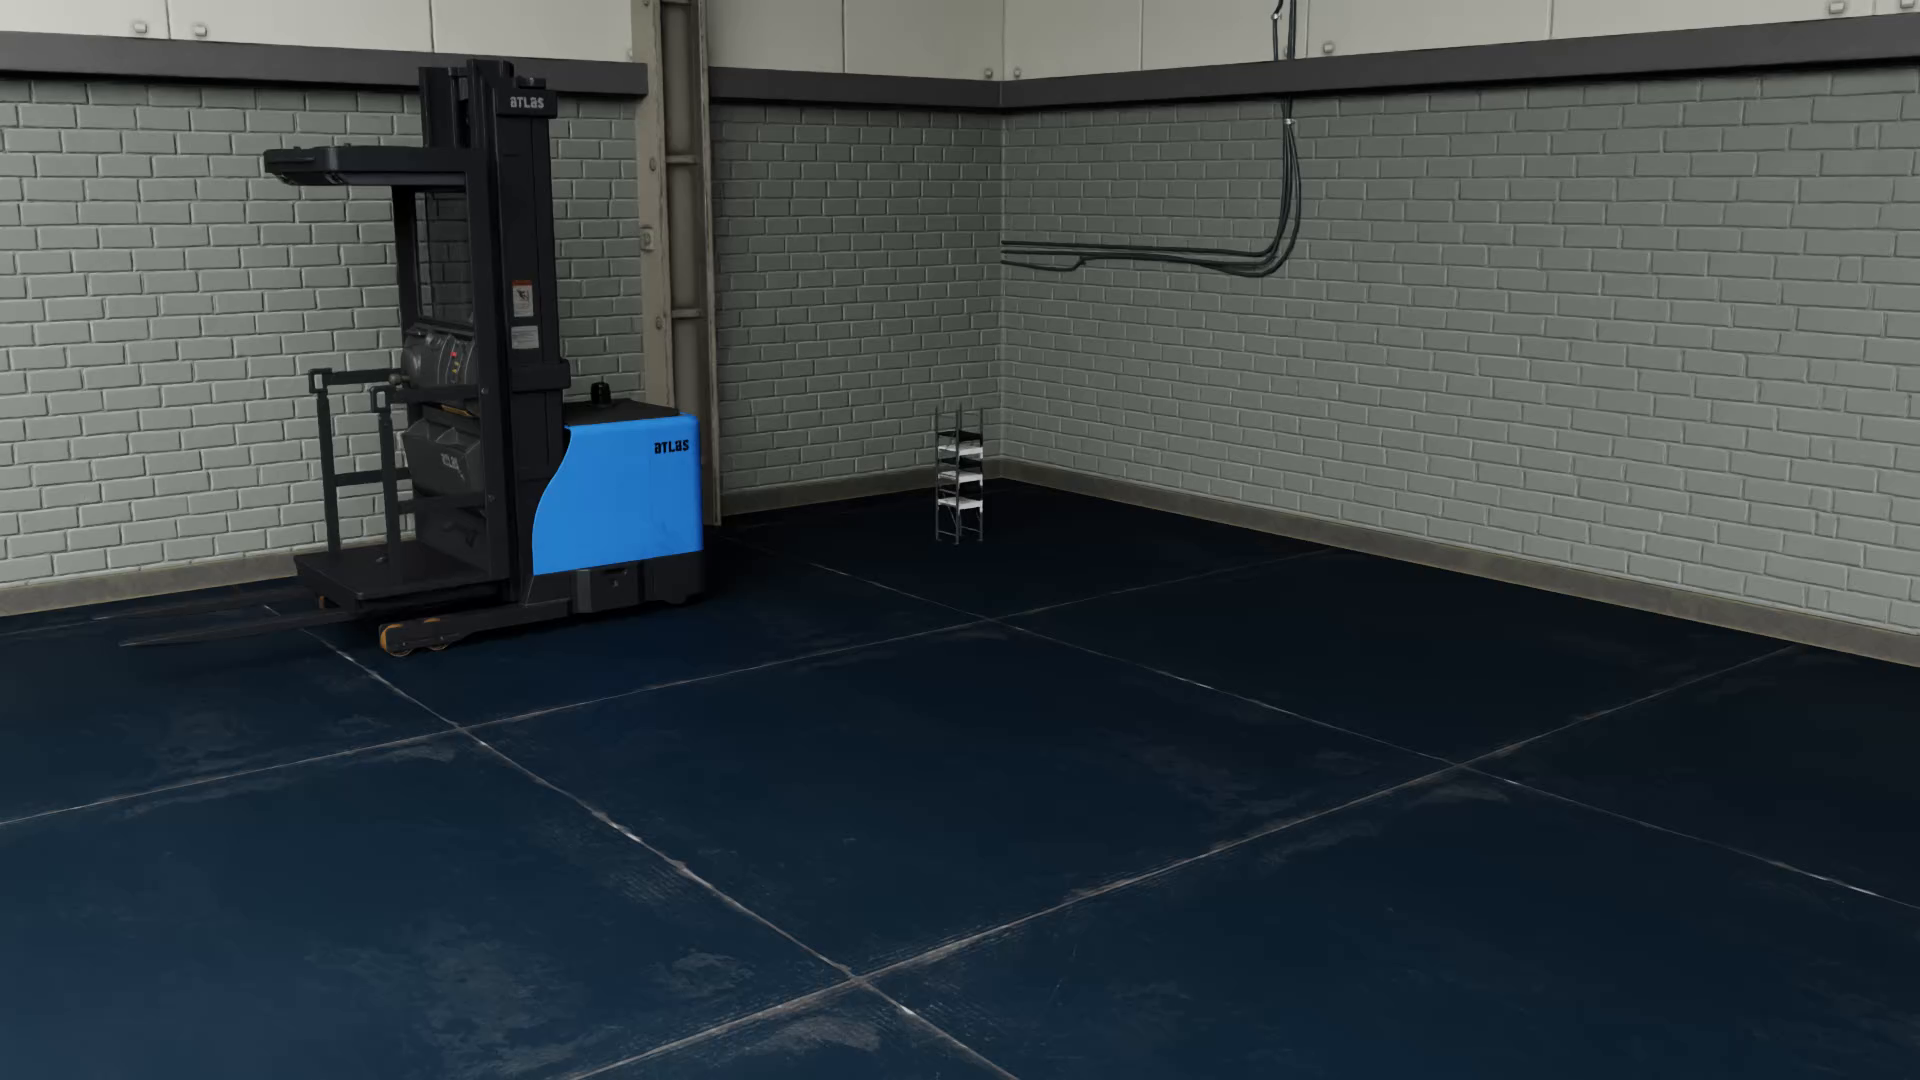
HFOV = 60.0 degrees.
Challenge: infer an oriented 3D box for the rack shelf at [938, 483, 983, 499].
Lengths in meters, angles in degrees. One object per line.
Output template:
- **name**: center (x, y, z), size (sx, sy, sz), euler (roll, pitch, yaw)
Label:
- **rack shelf**: center (-0.006, -0.318, 11.056), size (0.200, 0.077, 0.258), euler (-9, 15, -38)

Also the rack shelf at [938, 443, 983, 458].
- **rack shelf**: center (-0.006, -0.583, 11.000), size (0.200, 0.077, 0.258), euler (-9, 15, -38)

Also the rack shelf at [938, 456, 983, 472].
- **rack shelf**: center (-0.006, -0.495, 11.019), size (0.200, 0.077, 0.258), euler (-9, 15, -38)

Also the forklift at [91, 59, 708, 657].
- **forklift**: center (-2.910, -0.970, 8.640), size (3.031, 2.935, 1.130), euler (-9, 15, -37)

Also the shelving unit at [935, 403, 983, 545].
- **shelving unit**: center (-0.006, -0.439, 11.030), size (0.210, 0.900, 0.258), euler (-9, 15, -38)

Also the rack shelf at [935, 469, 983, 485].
- **rack shelf**: center (-0.006, -0.407, 11.037), size (0.200, 0.077, 0.258), euler (-9, 15, -38)

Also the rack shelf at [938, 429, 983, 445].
- **rack shelf**: center (-0.006, -0.671, 10.981), size (0.200, 0.077, 0.258), euler (-9, 15, -38)

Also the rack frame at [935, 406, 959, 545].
- **rack frame**: center (-0.086, -0.426, 10.968), size (0.006, 0.900, 0.240), euler (-9, 15, -38)

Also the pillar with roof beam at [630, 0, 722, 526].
- **pillar with roof beam**: center (0.779, -3.808, 7.395), size (0.400, 9.000, 9.100), euler (-9, 15, -38)

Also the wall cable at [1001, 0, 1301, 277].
- **wall cable**: center (1.216, -3.155, 11.796), size (0.112, 2.526, 3.097), euler (-9, 15, -38)

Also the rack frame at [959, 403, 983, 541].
- **rack frame**: center (0.073, -0.452, 11.092), size (0.006, 0.900, 0.240), euler (-9, 15, -38)

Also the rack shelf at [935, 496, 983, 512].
- **rack shelf**: center (-0.006, -0.230, 11.075), size (0.200, 0.077, 0.258), euler (-9, 15, -38)
